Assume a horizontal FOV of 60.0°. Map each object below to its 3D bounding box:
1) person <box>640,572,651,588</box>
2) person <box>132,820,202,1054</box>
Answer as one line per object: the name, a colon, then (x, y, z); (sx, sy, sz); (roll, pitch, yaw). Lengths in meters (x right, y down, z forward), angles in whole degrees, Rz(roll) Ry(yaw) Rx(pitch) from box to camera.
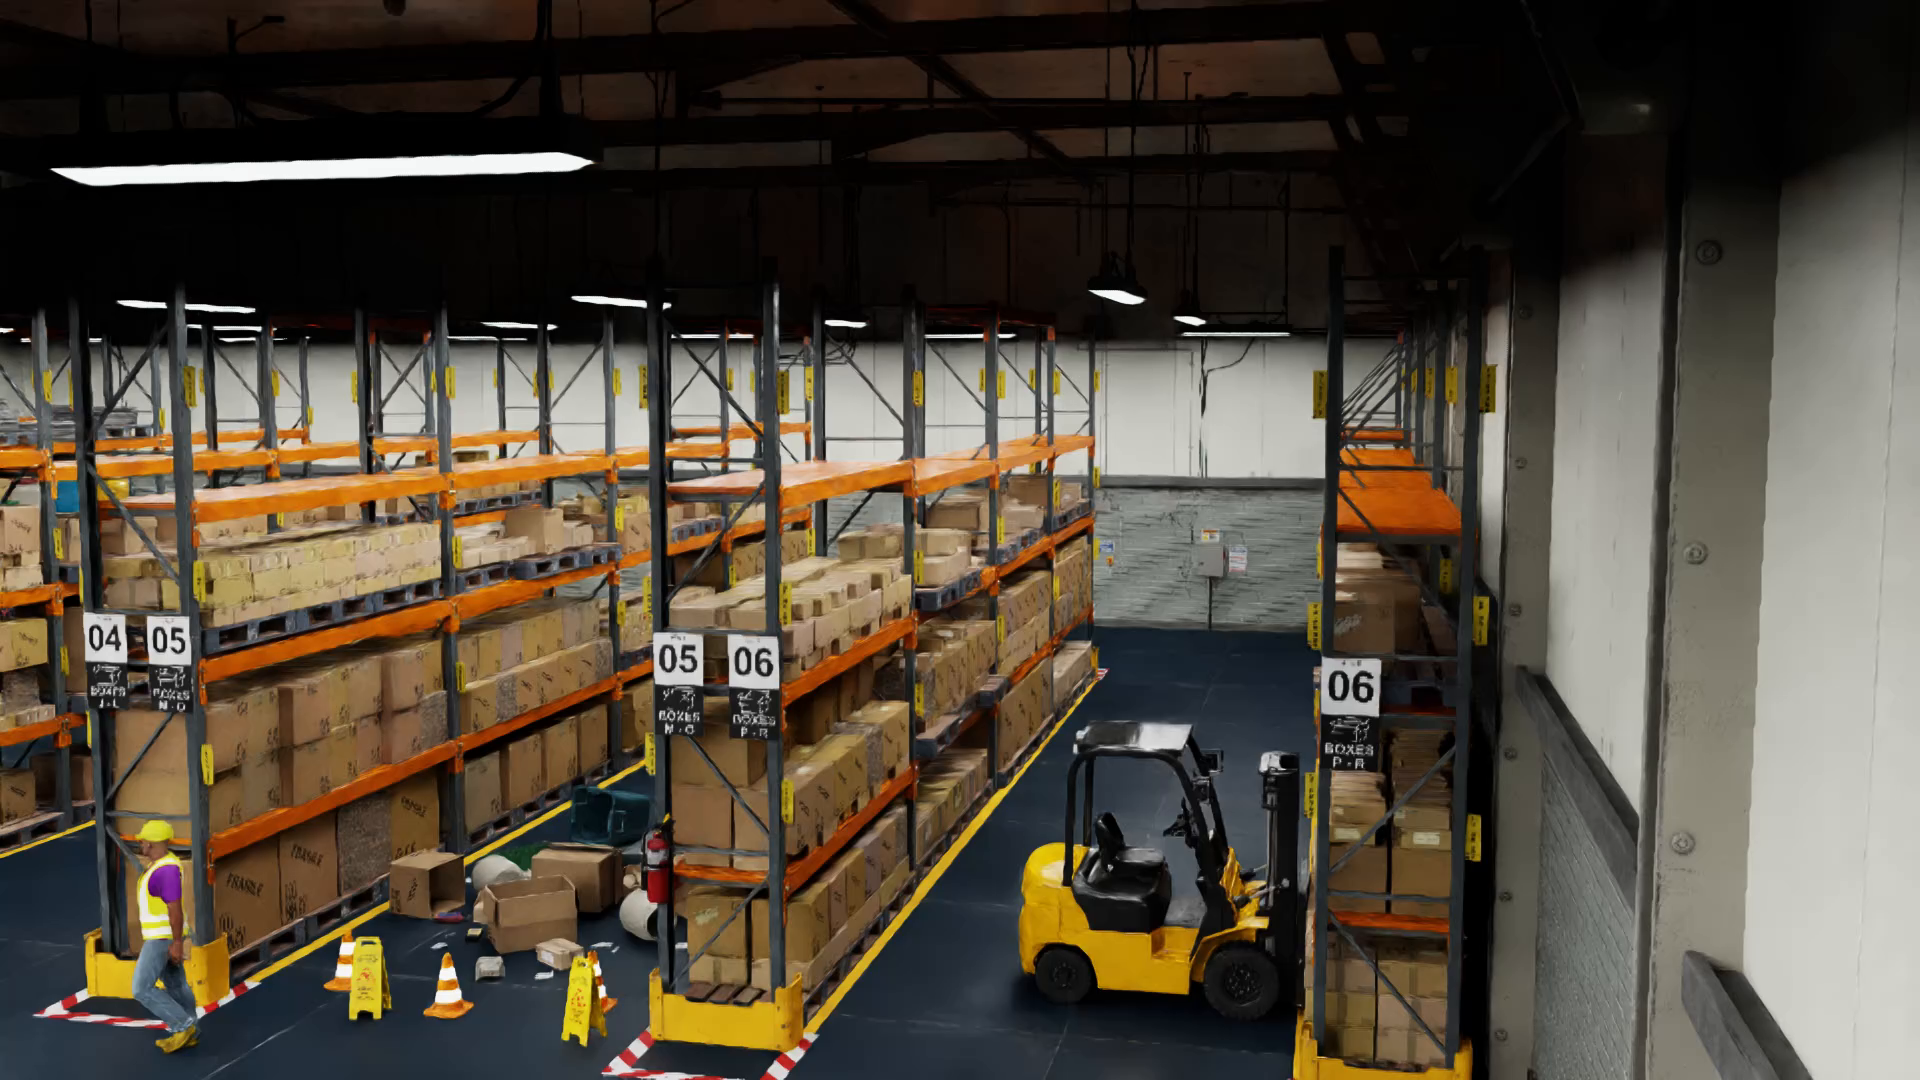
person: (-5.339, 1.388, 28.829); (0.598, 1.698, 1.194); (2, 6, 15)
person: (-6.056, 3.003, 12.662); (0.453, 1.755, 0.635); (-2, 6, -22)
